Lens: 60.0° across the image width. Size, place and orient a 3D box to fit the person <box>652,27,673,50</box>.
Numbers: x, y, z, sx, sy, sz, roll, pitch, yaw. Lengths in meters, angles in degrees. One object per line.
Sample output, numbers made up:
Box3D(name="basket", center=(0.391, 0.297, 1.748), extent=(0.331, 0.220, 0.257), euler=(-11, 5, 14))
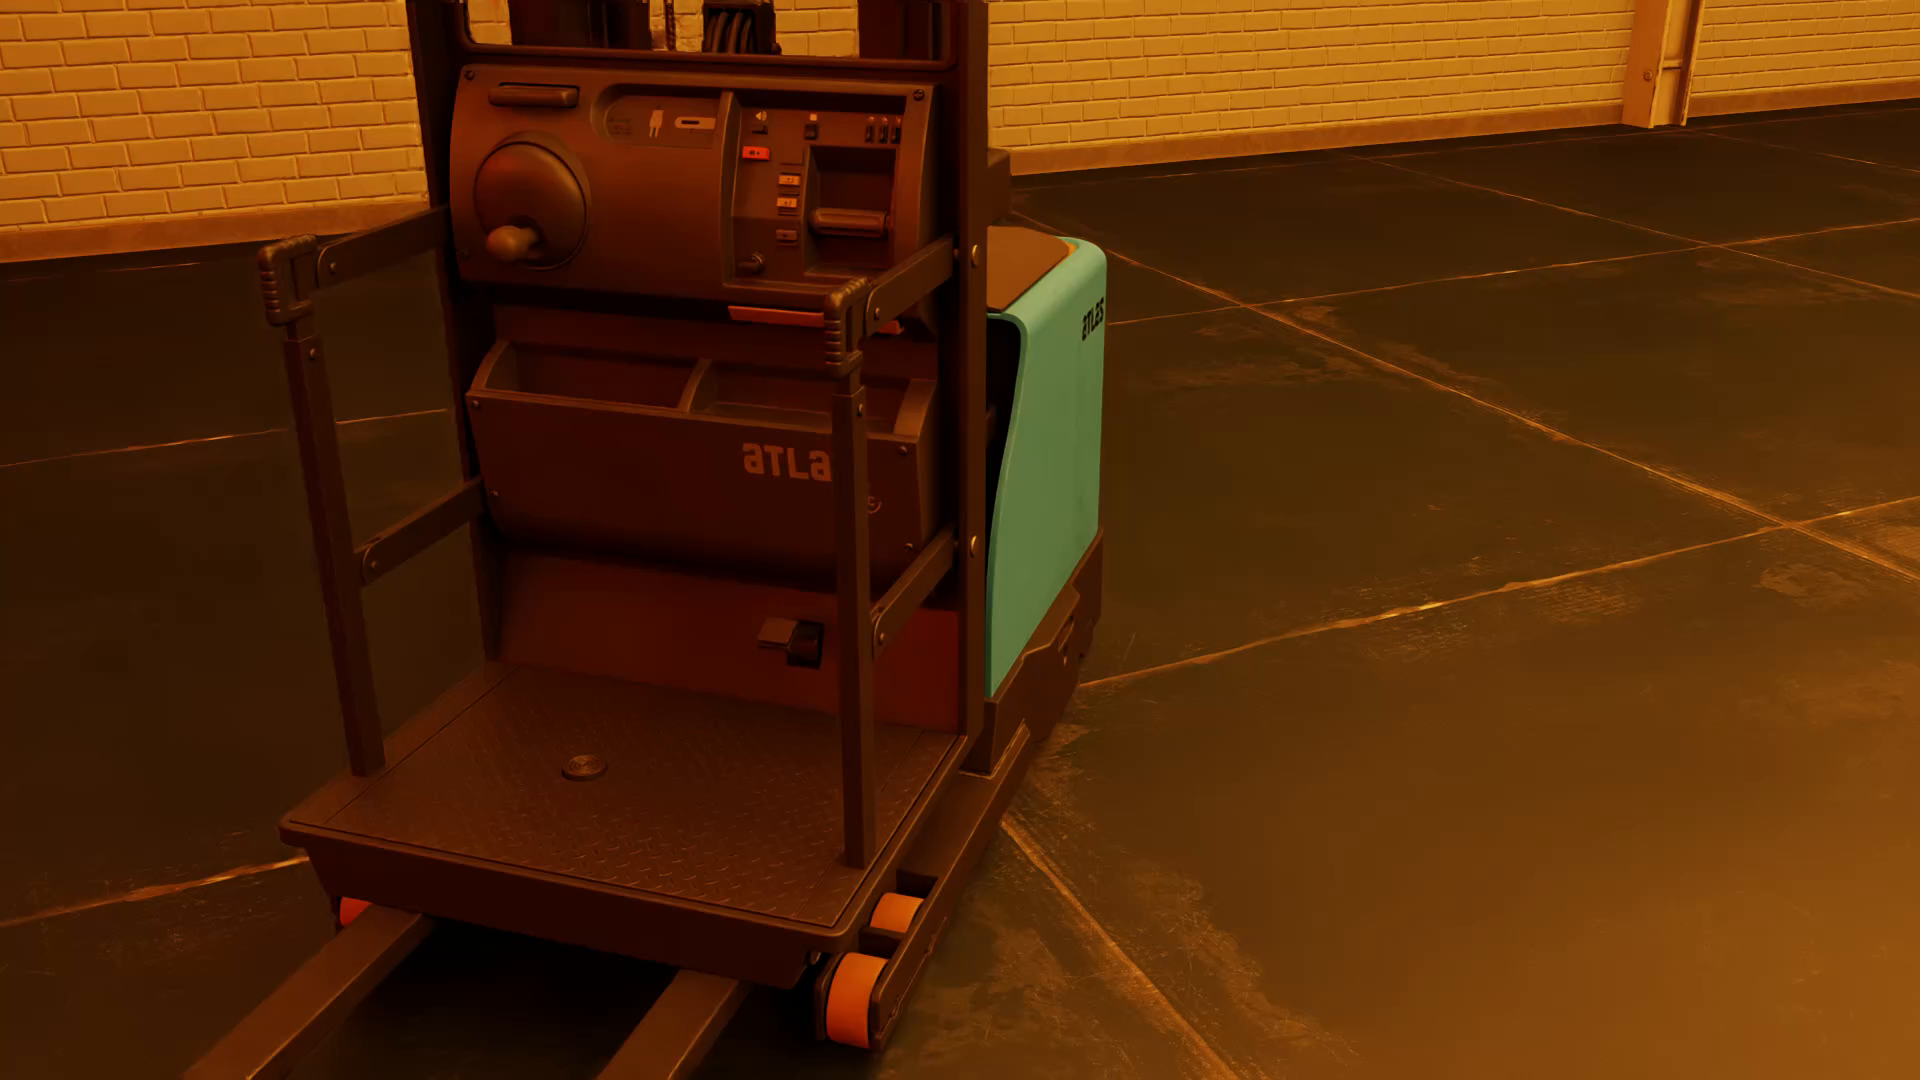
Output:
Box3D(name="person", center=(-0.808, -0.746, 4.998), extent=(0.916, 1.552, 1.142), euler=(-11, 25, -25))

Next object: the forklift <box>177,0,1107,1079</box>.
Box3D(name="forklift", center=(-0.560, -0.627, 2.796), extent=(1.130, 2.935, 3.031), euler=(7, 24, 16))
